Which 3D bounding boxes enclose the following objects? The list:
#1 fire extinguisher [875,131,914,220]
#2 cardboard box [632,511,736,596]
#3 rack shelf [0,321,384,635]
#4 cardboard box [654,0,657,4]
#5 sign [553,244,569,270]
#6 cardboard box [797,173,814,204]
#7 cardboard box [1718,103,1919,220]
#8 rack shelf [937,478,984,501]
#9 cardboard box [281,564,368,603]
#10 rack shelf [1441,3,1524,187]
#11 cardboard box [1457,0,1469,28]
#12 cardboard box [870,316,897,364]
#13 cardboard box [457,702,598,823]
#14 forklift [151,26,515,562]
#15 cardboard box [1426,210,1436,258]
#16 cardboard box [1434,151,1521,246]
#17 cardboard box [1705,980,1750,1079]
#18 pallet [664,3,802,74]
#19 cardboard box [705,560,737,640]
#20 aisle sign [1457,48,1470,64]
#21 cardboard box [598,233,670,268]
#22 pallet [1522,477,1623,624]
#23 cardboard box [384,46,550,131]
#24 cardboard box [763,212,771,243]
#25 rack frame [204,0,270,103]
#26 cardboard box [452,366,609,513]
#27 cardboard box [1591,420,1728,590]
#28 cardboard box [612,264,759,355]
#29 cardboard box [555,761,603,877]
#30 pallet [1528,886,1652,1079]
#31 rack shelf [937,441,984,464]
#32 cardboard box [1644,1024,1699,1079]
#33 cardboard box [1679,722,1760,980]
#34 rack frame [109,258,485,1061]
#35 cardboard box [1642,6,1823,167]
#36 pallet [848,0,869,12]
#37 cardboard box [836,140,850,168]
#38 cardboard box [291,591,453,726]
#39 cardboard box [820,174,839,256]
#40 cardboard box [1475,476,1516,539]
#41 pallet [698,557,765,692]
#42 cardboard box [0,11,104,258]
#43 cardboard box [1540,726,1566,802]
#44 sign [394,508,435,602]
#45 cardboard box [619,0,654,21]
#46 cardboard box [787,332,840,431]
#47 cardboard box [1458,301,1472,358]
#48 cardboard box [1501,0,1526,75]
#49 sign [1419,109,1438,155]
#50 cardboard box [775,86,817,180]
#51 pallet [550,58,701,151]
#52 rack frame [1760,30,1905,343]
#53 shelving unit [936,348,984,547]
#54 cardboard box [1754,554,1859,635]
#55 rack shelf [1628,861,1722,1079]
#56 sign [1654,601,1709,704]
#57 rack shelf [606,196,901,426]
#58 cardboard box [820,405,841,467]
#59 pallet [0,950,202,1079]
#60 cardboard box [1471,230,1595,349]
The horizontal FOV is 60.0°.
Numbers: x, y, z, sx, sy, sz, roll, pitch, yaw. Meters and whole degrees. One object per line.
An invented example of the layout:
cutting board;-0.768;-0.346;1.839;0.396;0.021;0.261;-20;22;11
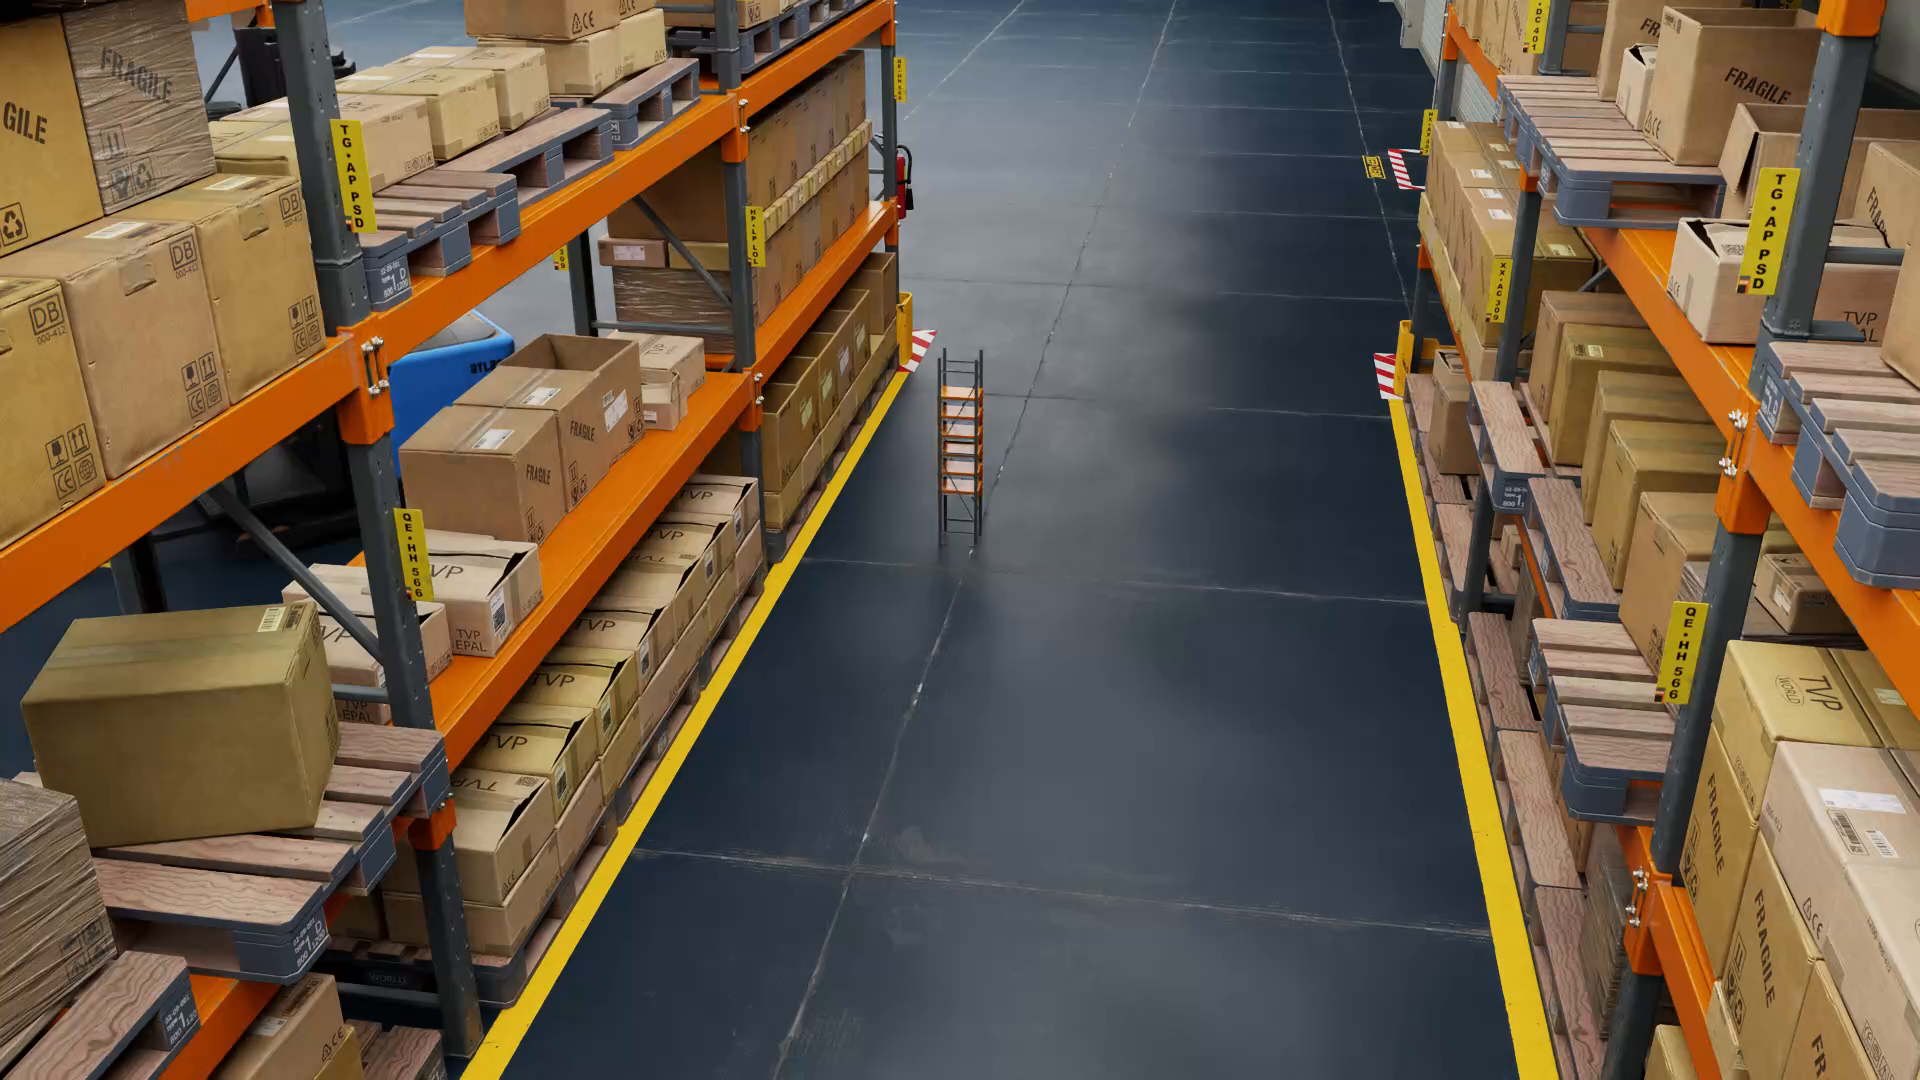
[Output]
fire extinguisher;-0.505;-2.823;12.835;0.296;0.674;0.183;4;25;9
cardboard box;-1.498;0.040;8.712;0.500;0.311;0.500;5;25;10
rack shelf;-2.616;0.309;3.363;1.077;0.370;4.000;4;25;9
cardboard box;-1.708;-3.190;9.624;0.380;0.149;0.250;4;25;9
sign;-2.184;-1.634;9.088;0.100;0.325;0.005;4;25;9
cardboard box;-1.151;-2.254;10.645;0.380;0.149;0.250;4;25;8
cardboard box;2.901;-1.104;5.386;0.797;0.503;0.637;8;26;16
rack shelf;0.002;-0.292;10.129;0.258;0.103;0.180;4;25;9
cardboard box;-2.415;0.223;6.531;0.380;0.149;0.250;4;25;9
rack shelf;3.579;-2.696;9.781;1.077;0.370;4.000;4;25;9
cardboard box;3.481;-3.568;10.654;0.500;0.500;0.500;6;26;12
cardboard box;-0.778;-1.541;12.752;0.500;0.250;0.500;4;25;9
cardboard box;-1.837;0.887;6.903;0.500;0.311;0.500;3;25;7
forklift;-4.307;-1.453;9.896;3.031;2.935;1.130;-16;30;-31
cardboard box;3.442;-2.040;11.224;0.500;0.250;0.500;3;25;7
cardboard box;3.350;-2.180;10.637;0.500;0.500;0.500;3;25;7
cardboard box;2.139;1.283;4.244;0.380;0.149;0.250;5;26;10
pallet;-1.522;-2.845;9.356;1.003;0.211;1.213;4;25;9
cardboard box;-1.502;0.292;8.836;0.500;0.250;0.500;4;25;8
aisle sign;3.621;-3.728;11.609;0.394;0.787;0.004;4;25;9
cardboard box;-1.803;-1.636;9.323;0.380;0.149;0.250;4;25;8
pallet;2.881;0.103;6.719;1.003;0.211;1.213;4;25;9
cardboard box;-2.009;-1.853;6.815;0.500;0.250;0.500;2;25;4
cardboard box;-1.319;-1.819;9.715;0.380;0.149;0.250;3;25;7
rack frame;-5.868;-3.186;13.518;1.000;3.000;0.127;4;25;9
cardboard box;-1.945;-0.464;7.584;0.500;0.500;0.500;4;25;9
cardboard box;2.847;-0.118;6.327;0.700;0.500;0.500;4;25;9
cardboard box;-1.570;-1.399;9.583;0.700;0.500;0.500;3;25;7
cardboard box;-1.833;1.151;7.001;0.500;0.250;0.500;3;25;7
pallet;2.727;1.783;6.192;1.003;0.211;1.213;4;25;9
rack shelf;0.002;-0.509;10.027;0.258;0.103;0.180;4;25;9
cardboard box;2.349;1.928;4.632;0.750;0.750;0.750;4;25;8
cardboard box;2.266;0.843;4.419;0.500;0.500;0.500;5;26;10
rack frame;-2.290;0.505;5.633;1.000;3.000;0.127;4;25;9
cardboard box;2.882;-1.682;6.153;0.500;0.500;0.500;3;25;7
pallet;-1.123;-3.866;11.536;1.003;0.211;1.213;4;25;9
cardboard box;-0.983;-2.686;11.566;0.380;0.149;0.250;4;25;9
cardboard box;-2.187;0.396;5.971;0.500;0.311;0.500;6;26;12
cardboard box;-1.239;-2.265;11.432;0.700;0.500;0.500;4;25;9
cardboard box;3.382;-0.330;9.847;0.500;0.500;0.500;2;25;5
pallet;-1.718;0.406;9.134;1.003;0.211;1.213;4;25;9
cardboard box;-2.450;-0.957;3.920;0.500;0.500;0.500;4;25;9
cardboard box;2.990;0.846;7.335;0.700;0.500;0.500;4;25;9
sign;-1.753;0.050;5.333;0.100;0.325;0.005;4;25;9
cardboard box;-1.776;-2.733;7.810;0.500;0.500;0.500;4;25;9
cardboard box;-1.088;-1.043;10.804;0.500;0.500;0.500;4;25;9
cardboard box;3.120;-1.194;9.417;0.500;0.250;0.500;4;25;9
cardboard box;3.186;-2.678;8.754;0.500;0.500;0.500;2;25;4
sign;3.370;-2.929;11.948;0.100;0.325;0.005;4;25;9
cardboard box;-1.324;-2.617;10.654;0.700;0.500;0.500;4;25;9
pallet;-1.767;-2.070;7.822;0.805;0.209;1.217;3;25;6
rack frame;2.598;-1.871;3.631;1.000;3.000;0.127;4;25;9
shelving unit;0.002;-0.549;10.009;0.258;1.200;0.189;4;25;9
cardboard box;2.625;0.162;4.964;0.380;0.149;0.250;1;25;2
rack shelf;2.271;2.009;3.269;1.077;0.370;4.000;4;25;9
sign;2.061;0.324;4.747;0.100;0.325;0.005;4;25;9
rack shelf;-1.309;-1.679;11.147;1.077;0.370;4.000;4;25;9
cardboard box;-1.087;-0.703;10.963;0.500;0.250;0.500;4;25;9
pallet;-2.603;1.405;3.936;1.003;0.211;1.213;4;25;9
cardboard box;3.024;-1.326;8.814;0.500;0.500;0.500;4;25;8
